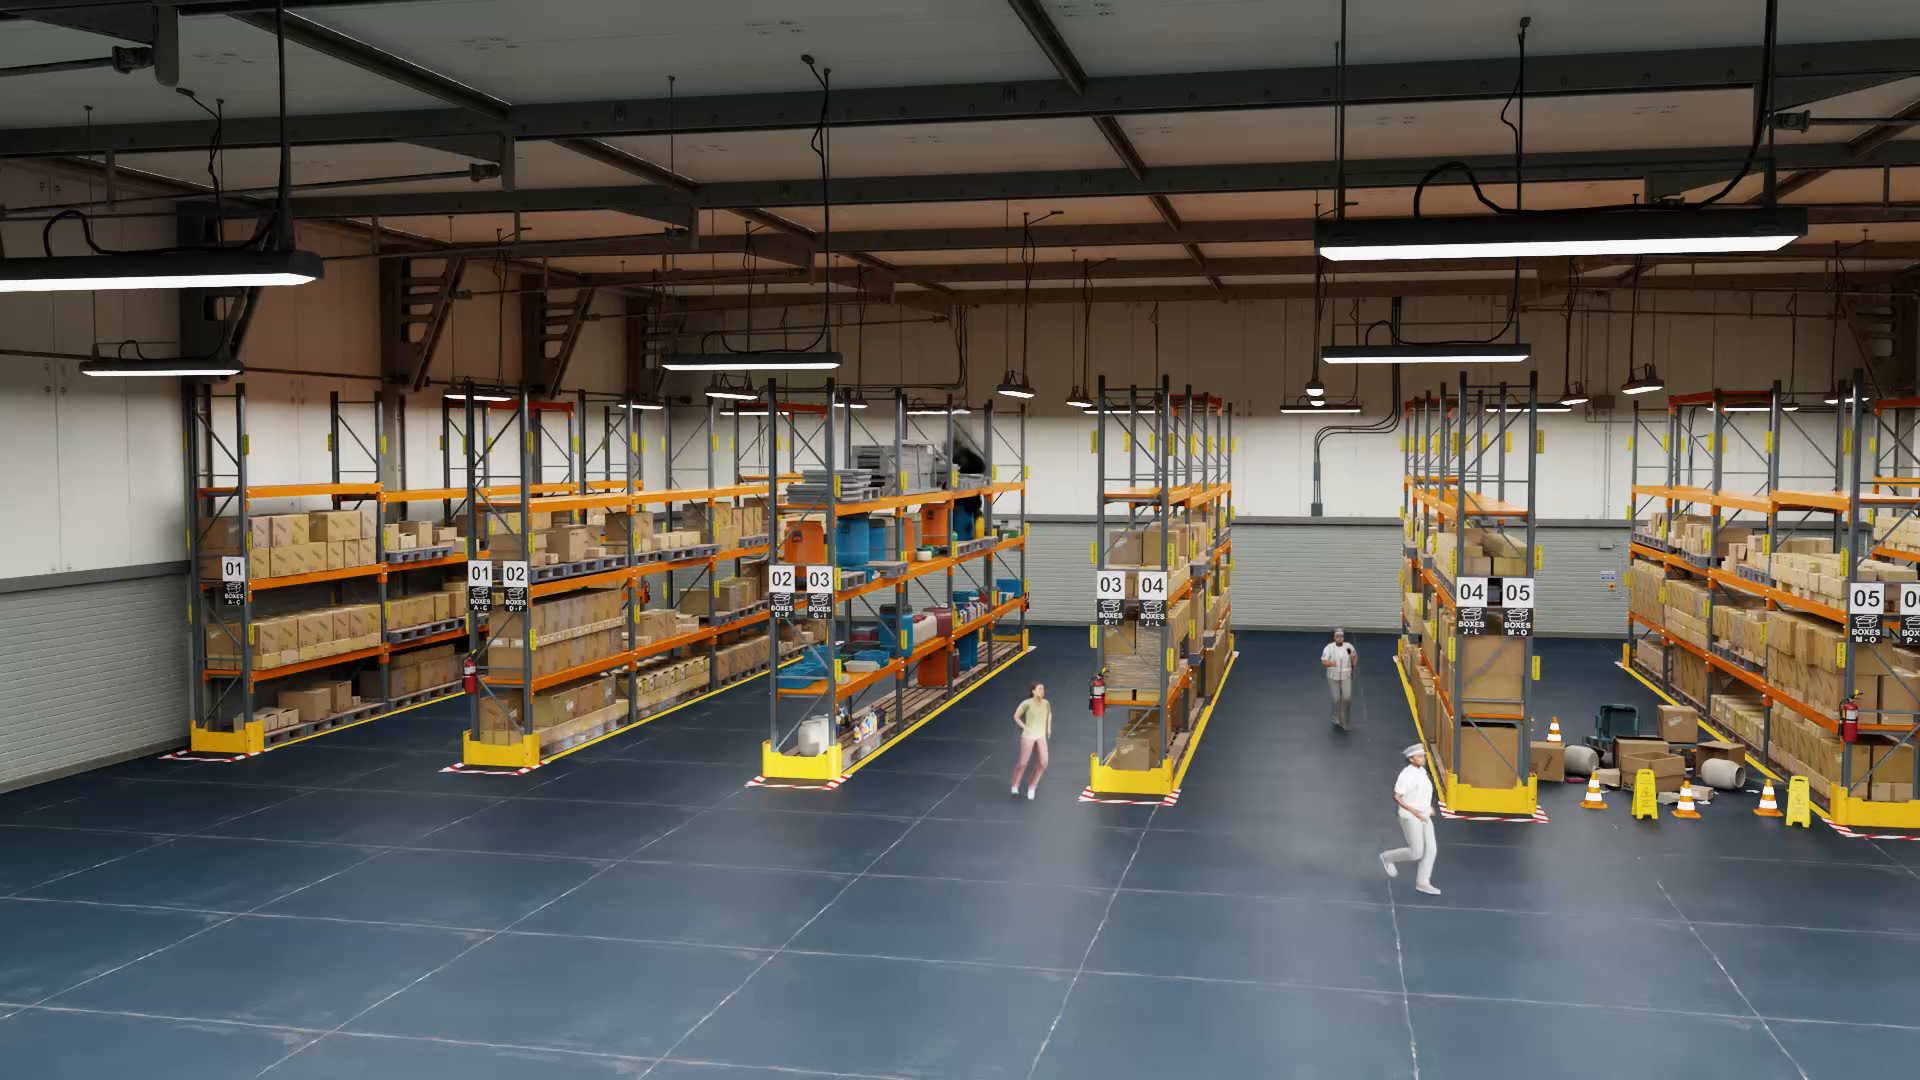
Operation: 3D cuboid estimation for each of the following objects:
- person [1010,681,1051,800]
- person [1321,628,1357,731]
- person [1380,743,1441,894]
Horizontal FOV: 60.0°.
[{"bbox_3d":[1.067,2.833,23.665,0.637,1.660,0.666,-1,3,-19],"label":"person"},{"bbox_3d":[6.687,2.460,29.293,0.638,1.839,0.767,0,3,8],"label":"person"},{"bbox_3d":[5.089,3.097,18.675,0.593,1.663,0.727,-3,5,-44],"label":"person"}]
